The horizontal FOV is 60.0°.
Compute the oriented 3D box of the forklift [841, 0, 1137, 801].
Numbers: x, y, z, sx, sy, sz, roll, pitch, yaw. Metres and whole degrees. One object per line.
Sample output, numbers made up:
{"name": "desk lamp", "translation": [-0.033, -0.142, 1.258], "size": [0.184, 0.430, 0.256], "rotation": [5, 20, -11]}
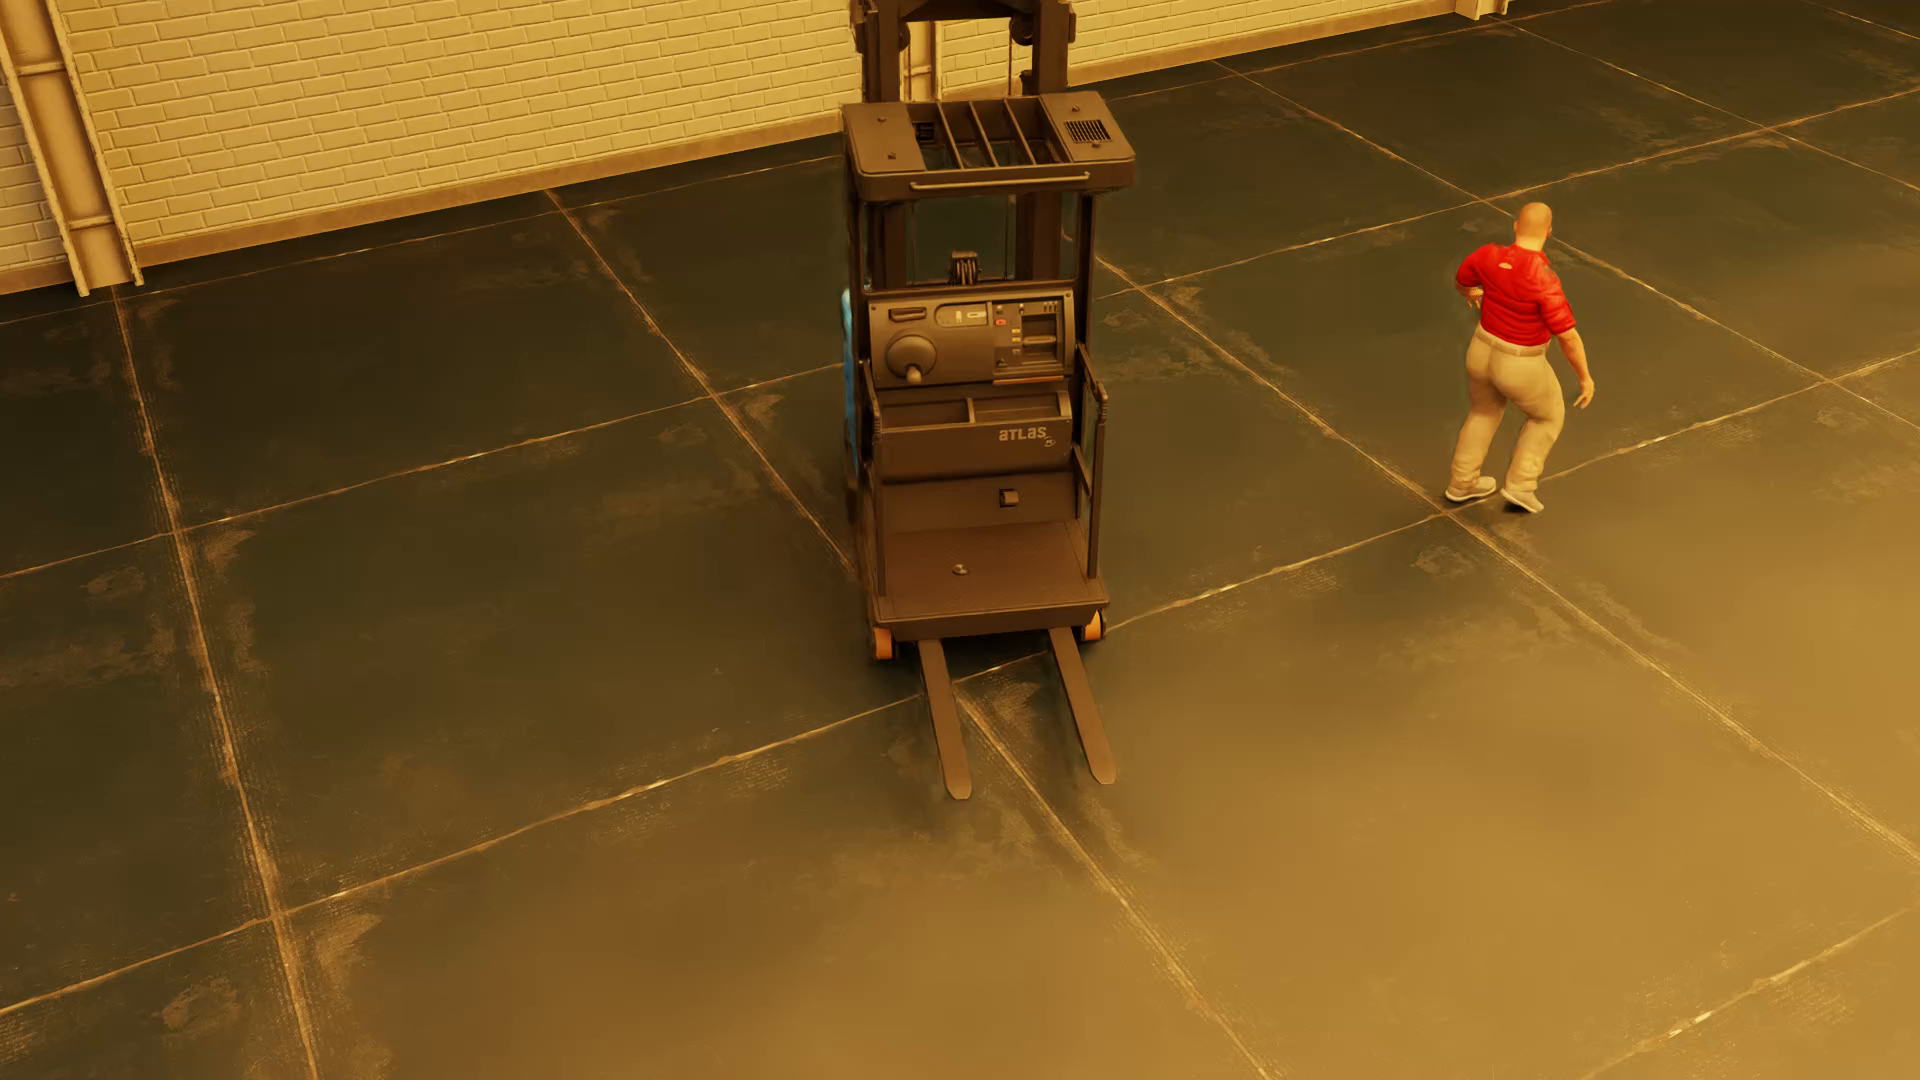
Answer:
{"name": "forklift", "translation": [0.089, -0.848, 7.323], "size": [1.130, 2.935, 3.031], "rotation": [-5, 36, -7]}

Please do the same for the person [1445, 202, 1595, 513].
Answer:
{"name": "person", "translation": [2.834, -0.915, 8.533], "size": [0.464, 1.761, 0.923], "rotation": [-21, 40, -26]}
